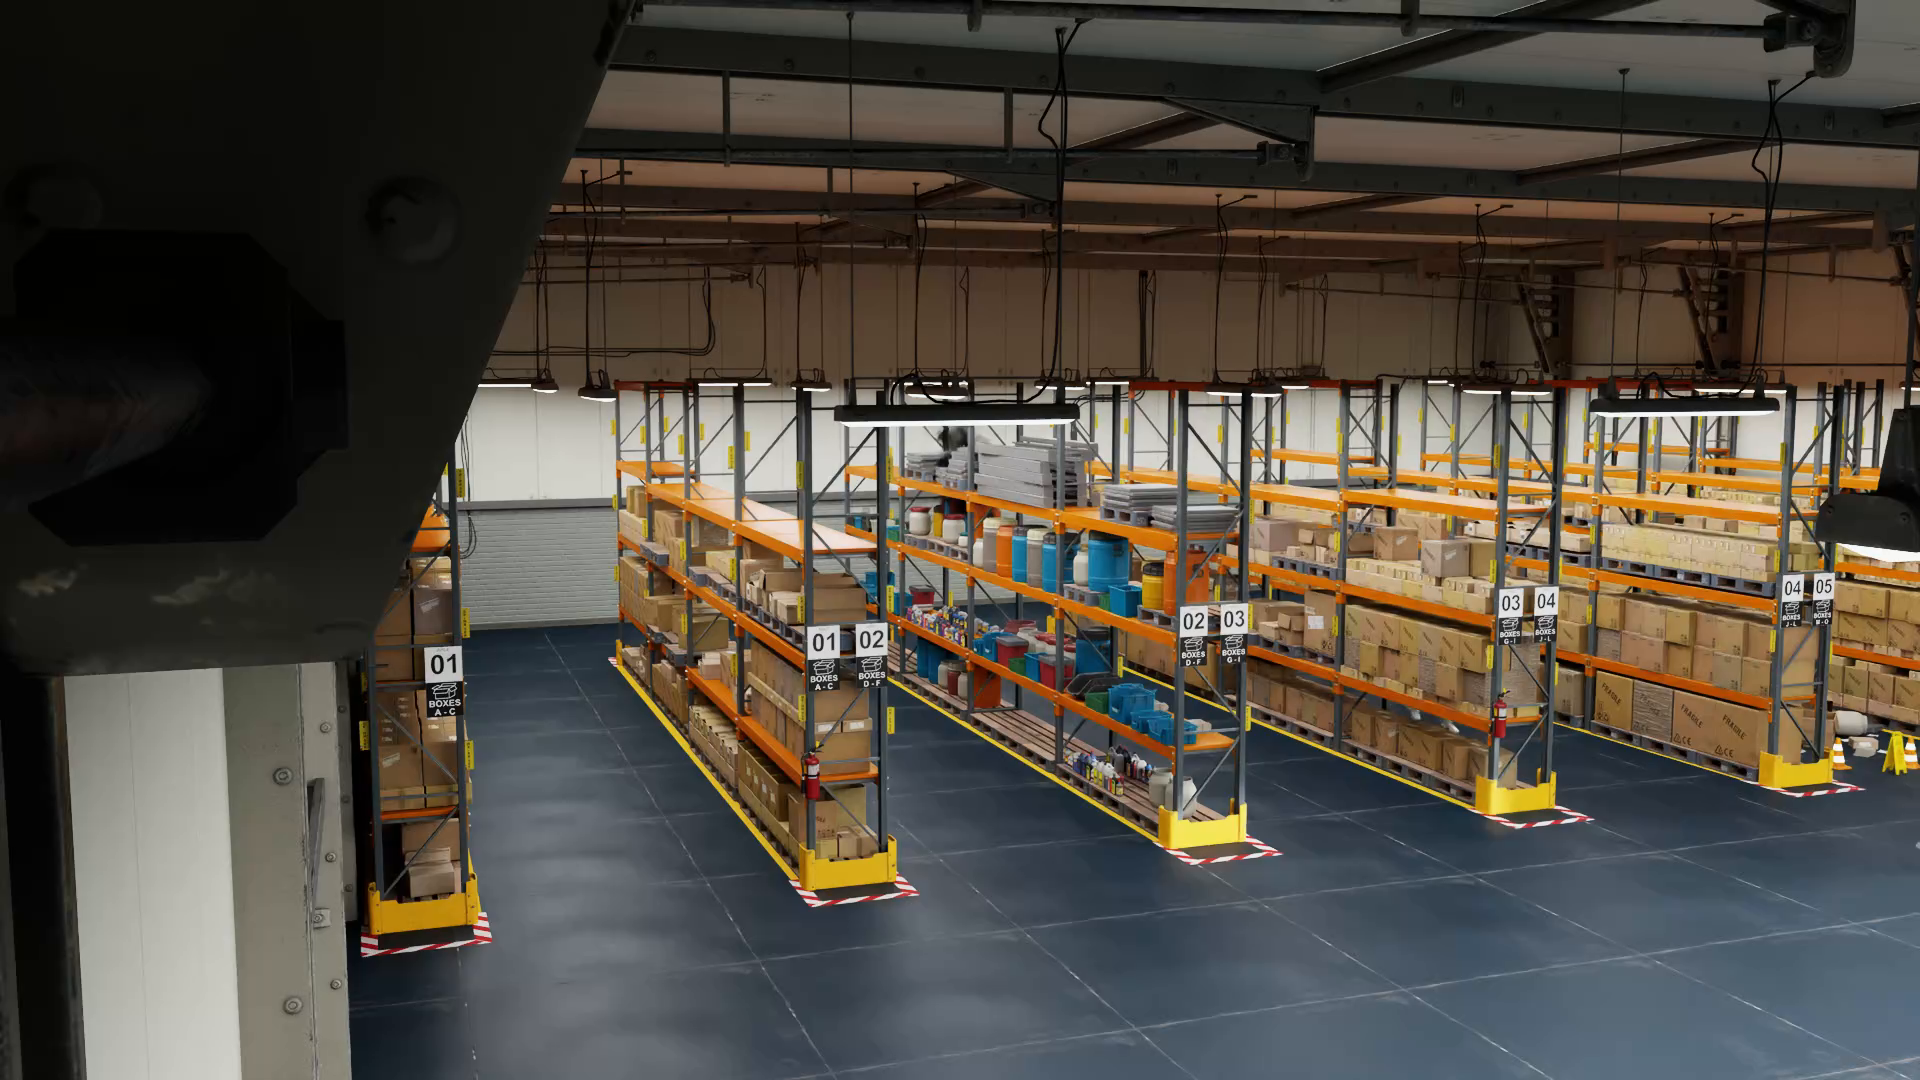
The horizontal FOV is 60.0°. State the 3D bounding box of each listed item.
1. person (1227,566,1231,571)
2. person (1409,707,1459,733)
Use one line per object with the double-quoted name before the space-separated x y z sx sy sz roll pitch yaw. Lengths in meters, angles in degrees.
"person" 6.089 1.419 38.238 0.660 1.767 0.661 -1 6 -9
"person" 8.313 2.391 28.976 0.718 1.794 1.047 -3 7 -25
